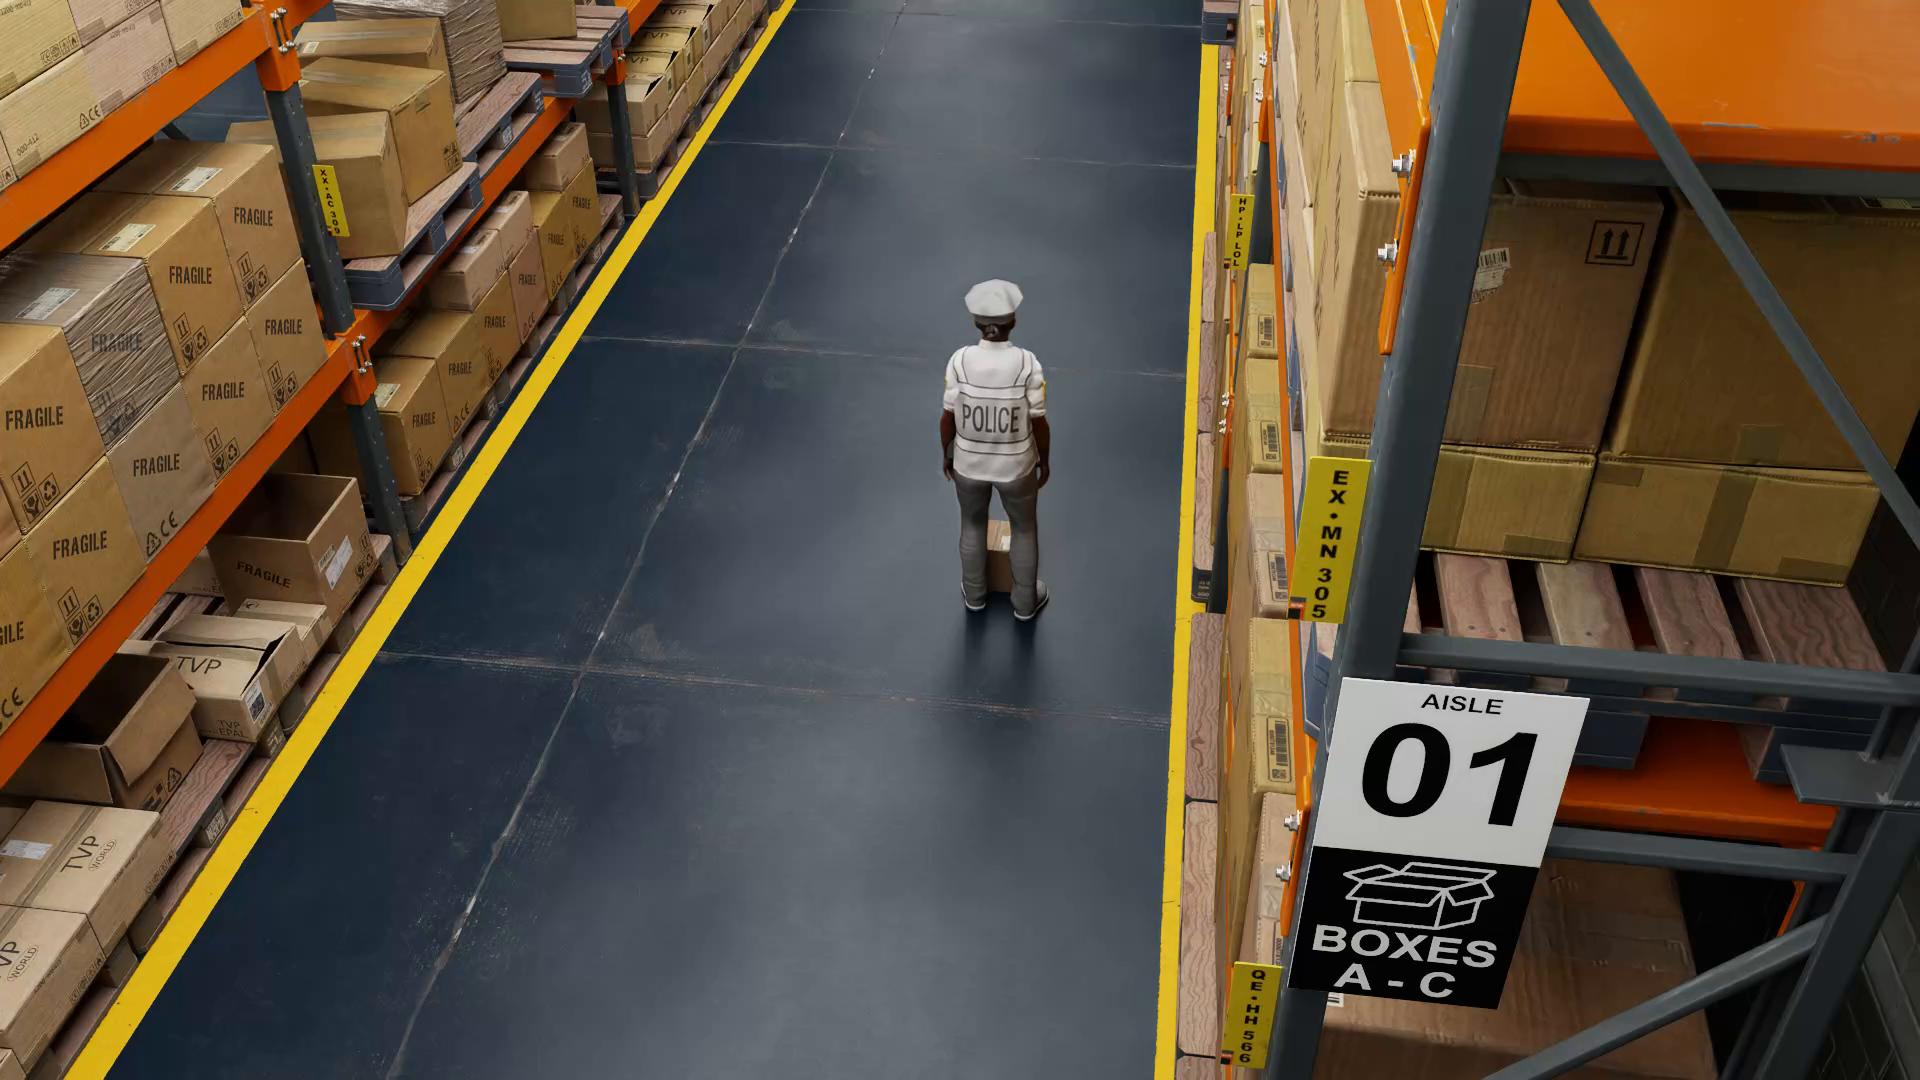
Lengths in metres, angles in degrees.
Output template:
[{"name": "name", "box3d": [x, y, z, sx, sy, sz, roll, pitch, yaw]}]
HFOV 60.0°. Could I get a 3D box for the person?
[{"name": "person", "box3d": [0.168, -0.356, 7.525, 0.503, 1.656, 0.419, 4, 37, 6]}]
